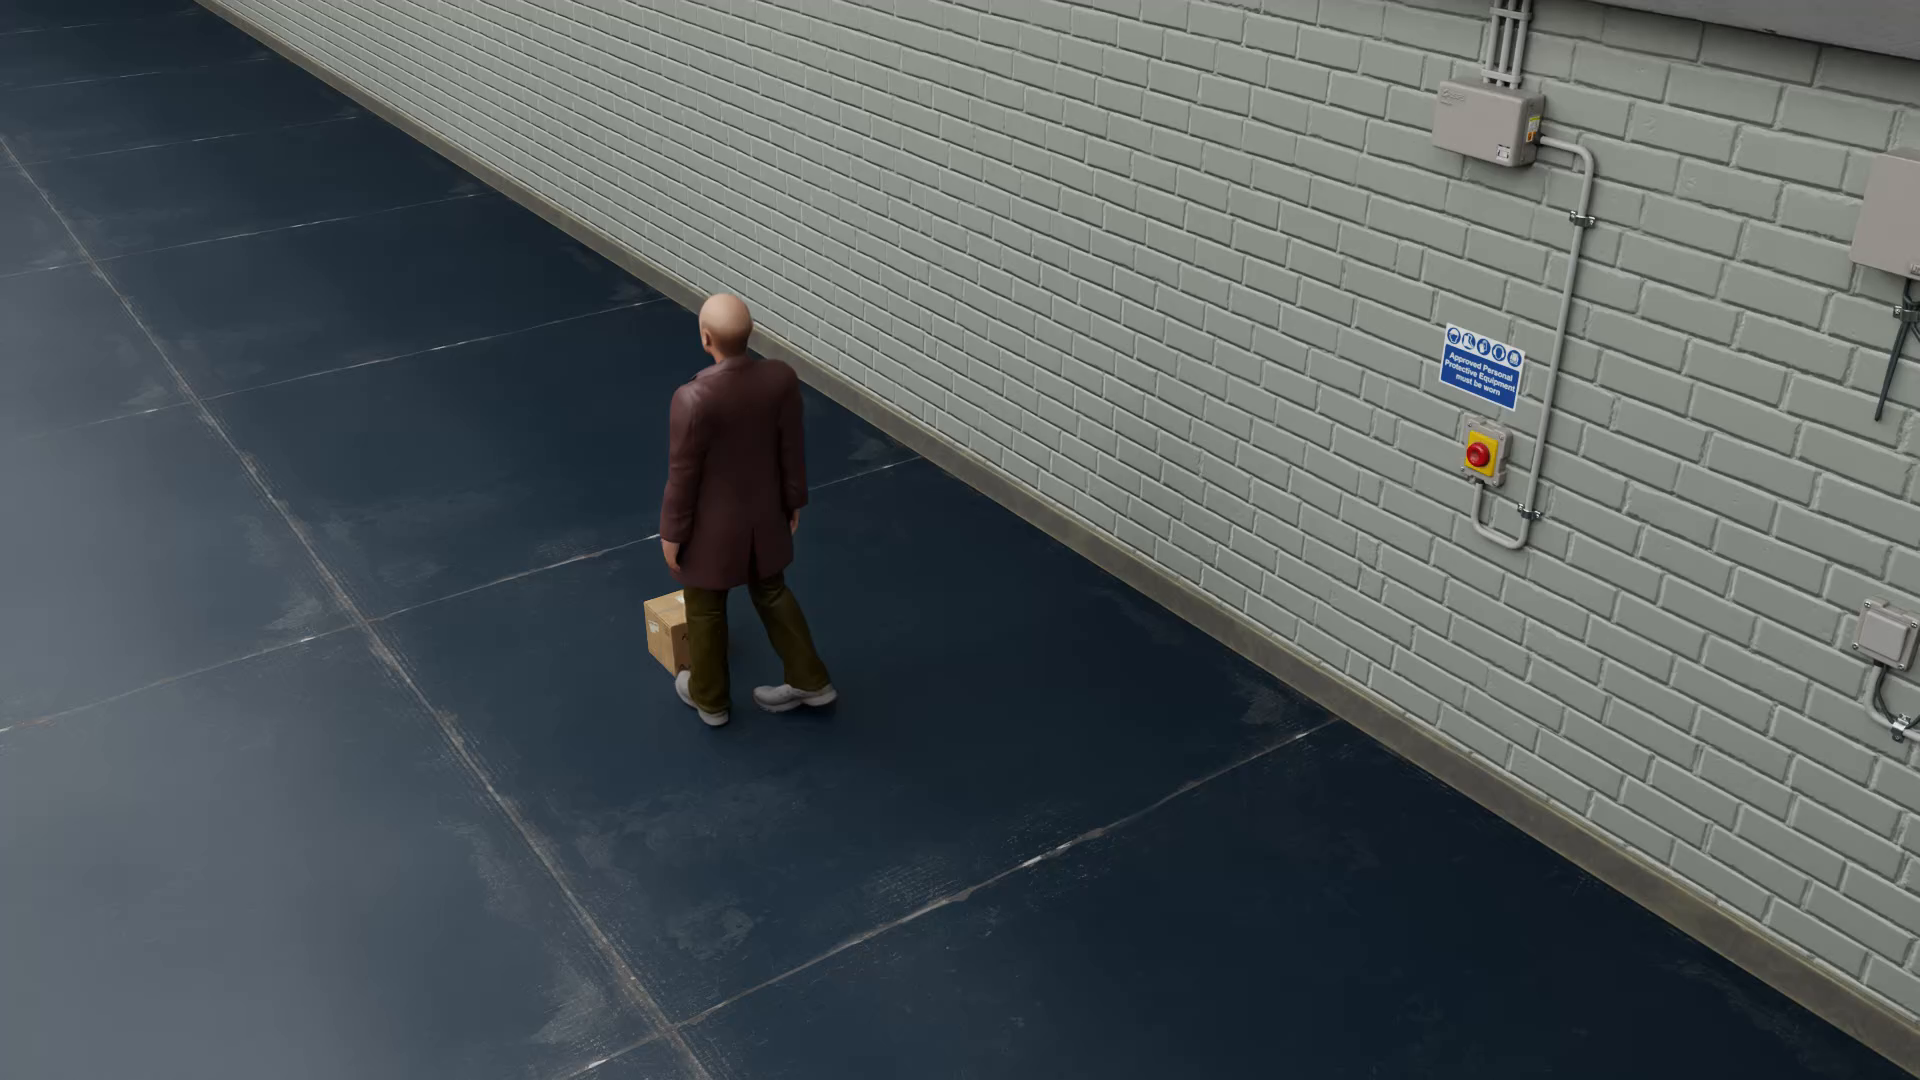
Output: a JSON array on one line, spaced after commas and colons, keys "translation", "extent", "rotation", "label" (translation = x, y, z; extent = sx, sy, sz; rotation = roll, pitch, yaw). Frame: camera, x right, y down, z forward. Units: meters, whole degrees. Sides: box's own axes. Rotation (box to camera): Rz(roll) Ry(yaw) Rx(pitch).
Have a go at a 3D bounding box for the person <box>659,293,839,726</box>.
[{"translation": [-0.889, -0.097, 6.315], "extent": [0.619, 1.788, 0.617], "rotation": [-22, 35, -35], "label": "person"}]
